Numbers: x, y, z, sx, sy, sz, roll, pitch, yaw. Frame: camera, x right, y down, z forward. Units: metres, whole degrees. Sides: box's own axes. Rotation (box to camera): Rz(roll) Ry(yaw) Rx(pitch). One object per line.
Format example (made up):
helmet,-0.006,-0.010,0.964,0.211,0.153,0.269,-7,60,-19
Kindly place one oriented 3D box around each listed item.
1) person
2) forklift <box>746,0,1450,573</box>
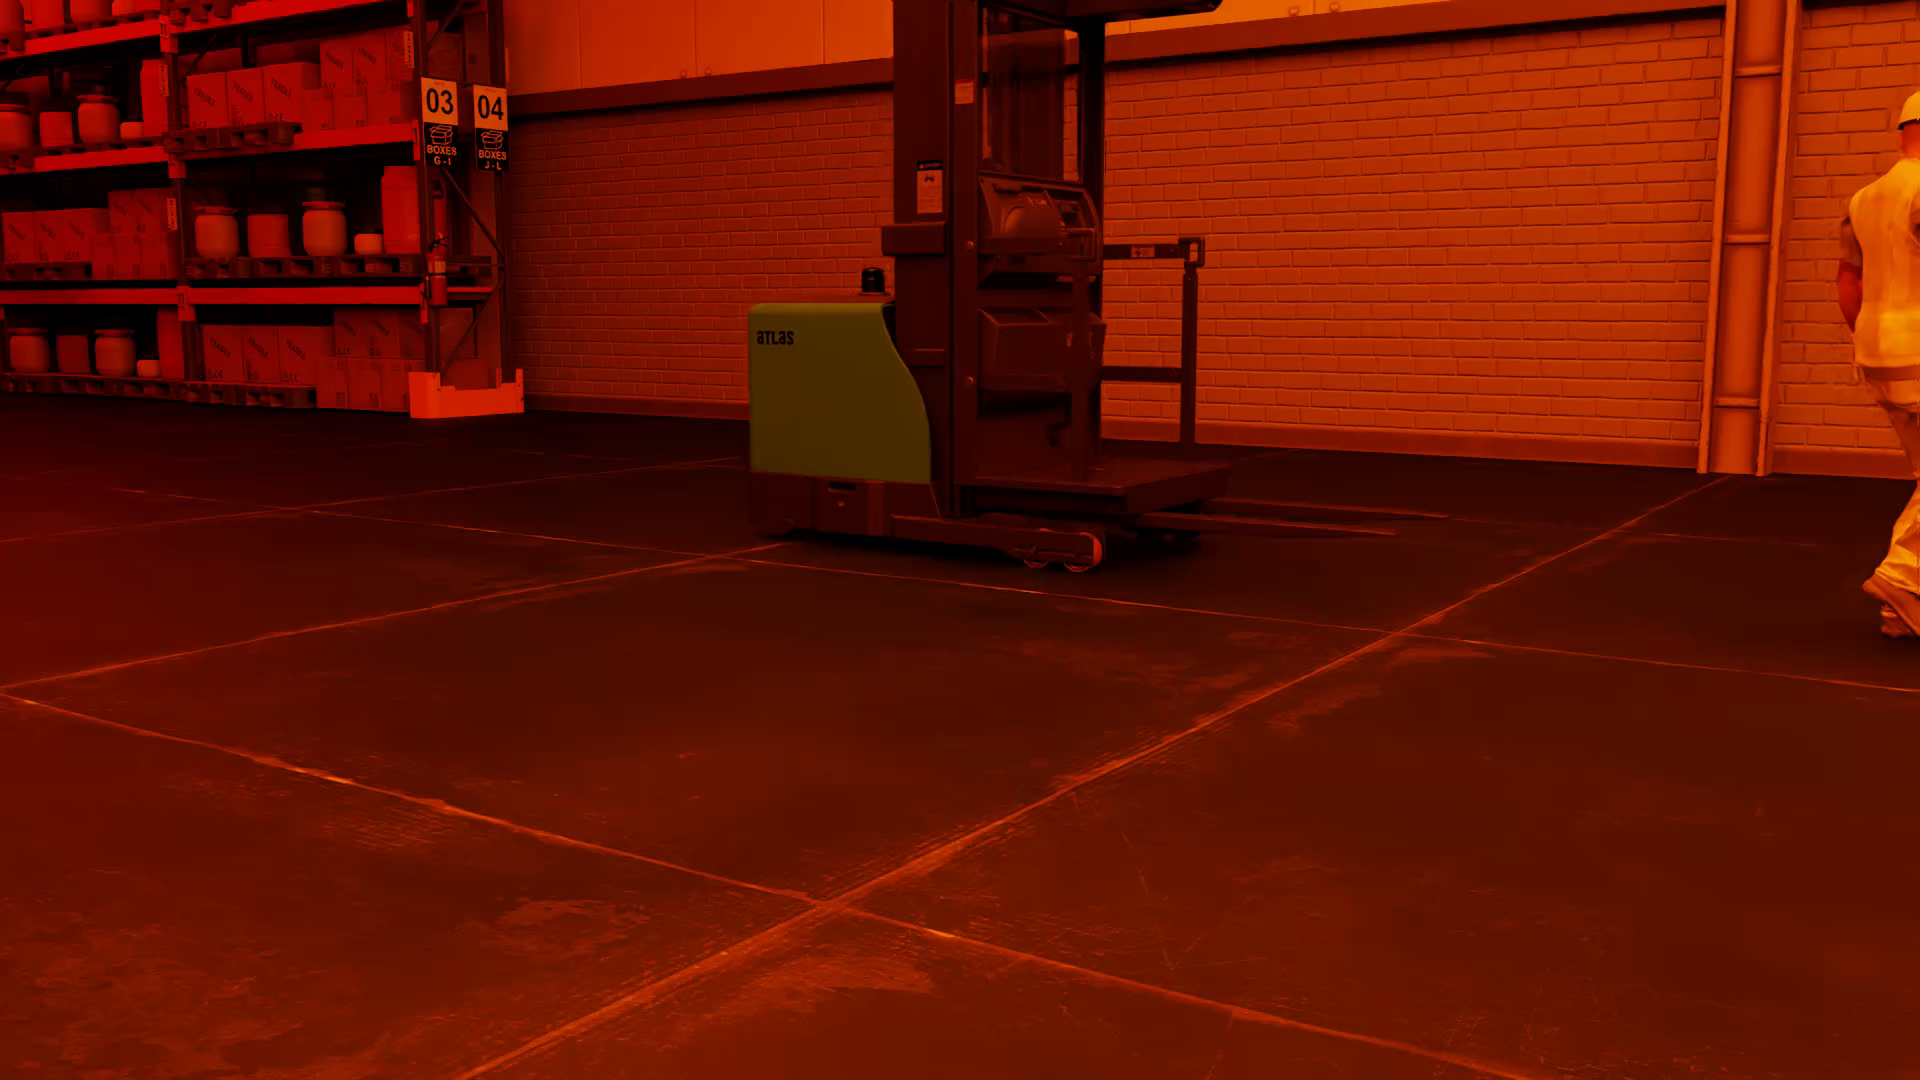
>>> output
person,3.082,-0.553,5.286,0.483,1.748,0.784,1,8,10
forklift,0.529,-1.405,7.073,3.031,2.935,1.130,5,10,33
